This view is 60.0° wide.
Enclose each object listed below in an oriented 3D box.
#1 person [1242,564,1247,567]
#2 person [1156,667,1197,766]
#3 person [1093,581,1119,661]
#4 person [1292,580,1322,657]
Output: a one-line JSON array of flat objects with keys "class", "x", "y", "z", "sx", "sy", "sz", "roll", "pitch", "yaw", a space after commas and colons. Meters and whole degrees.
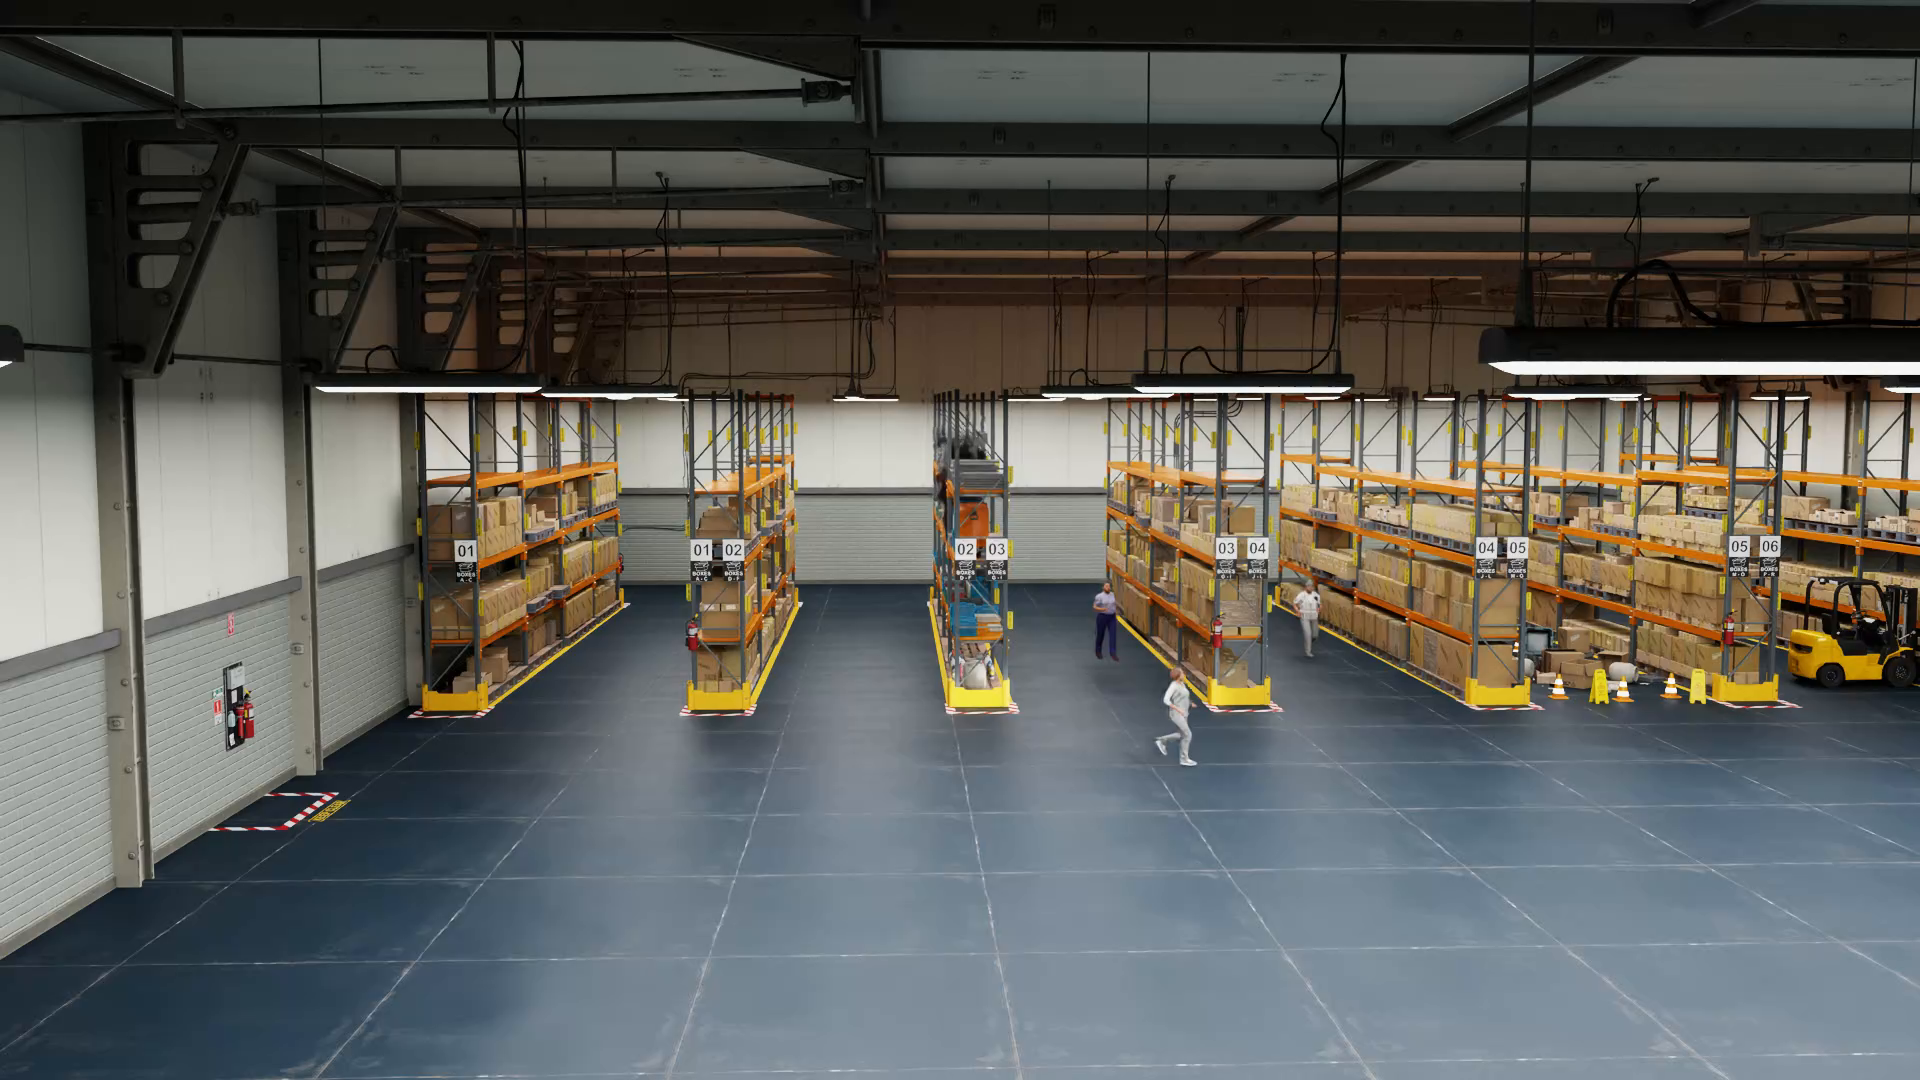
[{"class": "person", "x": 7.891, "y": 1.074, "z": 46.679, "sx": 0.745, "sy": 1.692, "sz": 0.542, "roll": 0, "pitch": 5, "yaw": 4}, {"class": "person", "x": 3.432, "y": 2.789, "z": 26.425, "sx": 0.705, "sy": 1.555, "sz": 0.544, "roll": 2, "pitch": 5, "yaw": 27}, {"class": "person", "x": 3.123, "y": 1.726, "z": 35.392, "sx": 0.606, "sy": 1.692, "sz": 0.861, "roll": -2, "pitch": 5, "yaw": -18}, {"class": "person", "x": 7.930, "y": 1.764, "z": 37.864, "sx": 0.672, "sy": 1.741, "sz": 0.758, "roll": 0, "pitch": 5, "yaw": -5}]
